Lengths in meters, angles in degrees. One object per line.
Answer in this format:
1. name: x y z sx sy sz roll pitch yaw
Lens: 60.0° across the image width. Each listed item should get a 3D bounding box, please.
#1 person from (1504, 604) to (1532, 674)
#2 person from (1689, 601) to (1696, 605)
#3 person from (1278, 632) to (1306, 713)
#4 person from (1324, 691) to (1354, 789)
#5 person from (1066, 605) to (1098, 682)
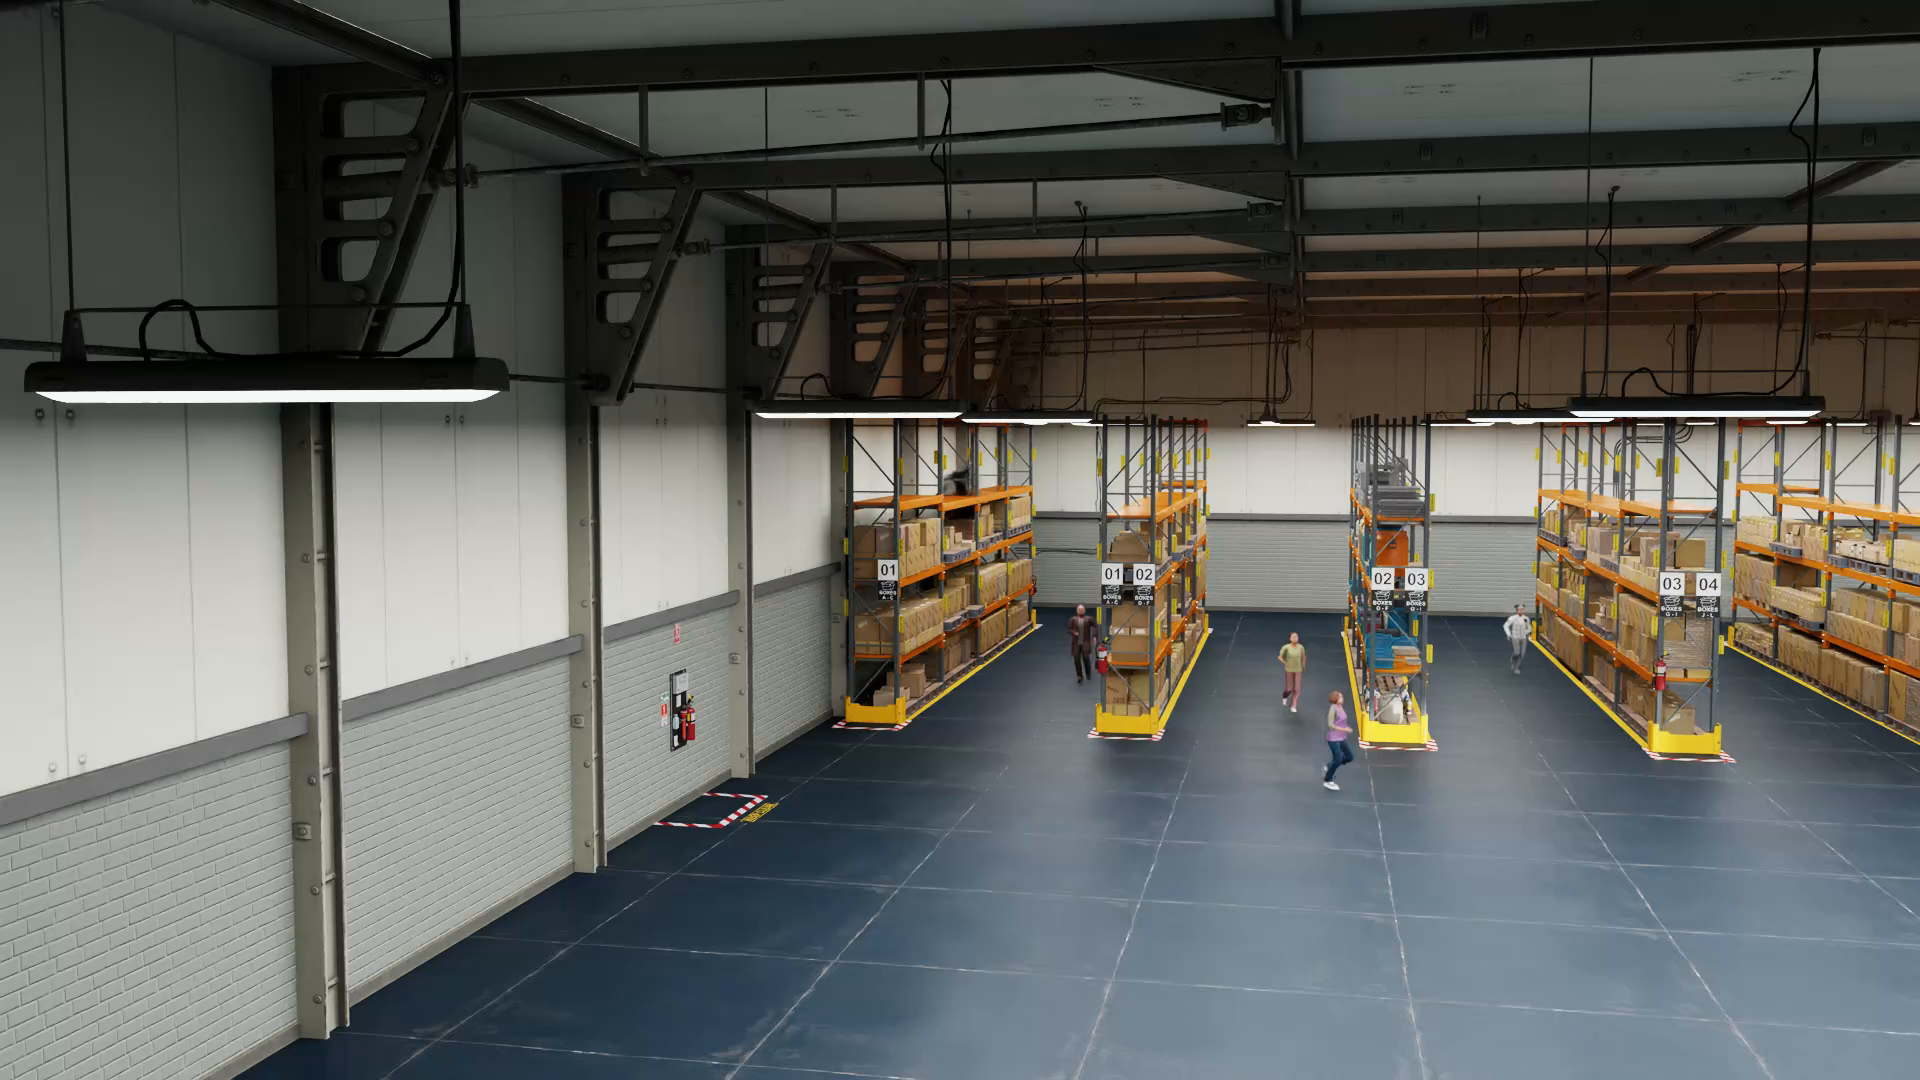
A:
1. person: 13.043 2.307 38.760 0.599 1.657 0.562 0 4 3
2. person: 19.753 1.967 45.096 0.690 1.602 0.714 -2 4 -27
3. person: 6.747 2.661 33.730 0.580 1.628 0.626 0 4 -6
4. person: 6.028 3.177 26.440 0.520 1.569 0.590 3 5 35
5. person: 2.745 2.449 37.492 0.703 1.545 0.722 1 4 10
